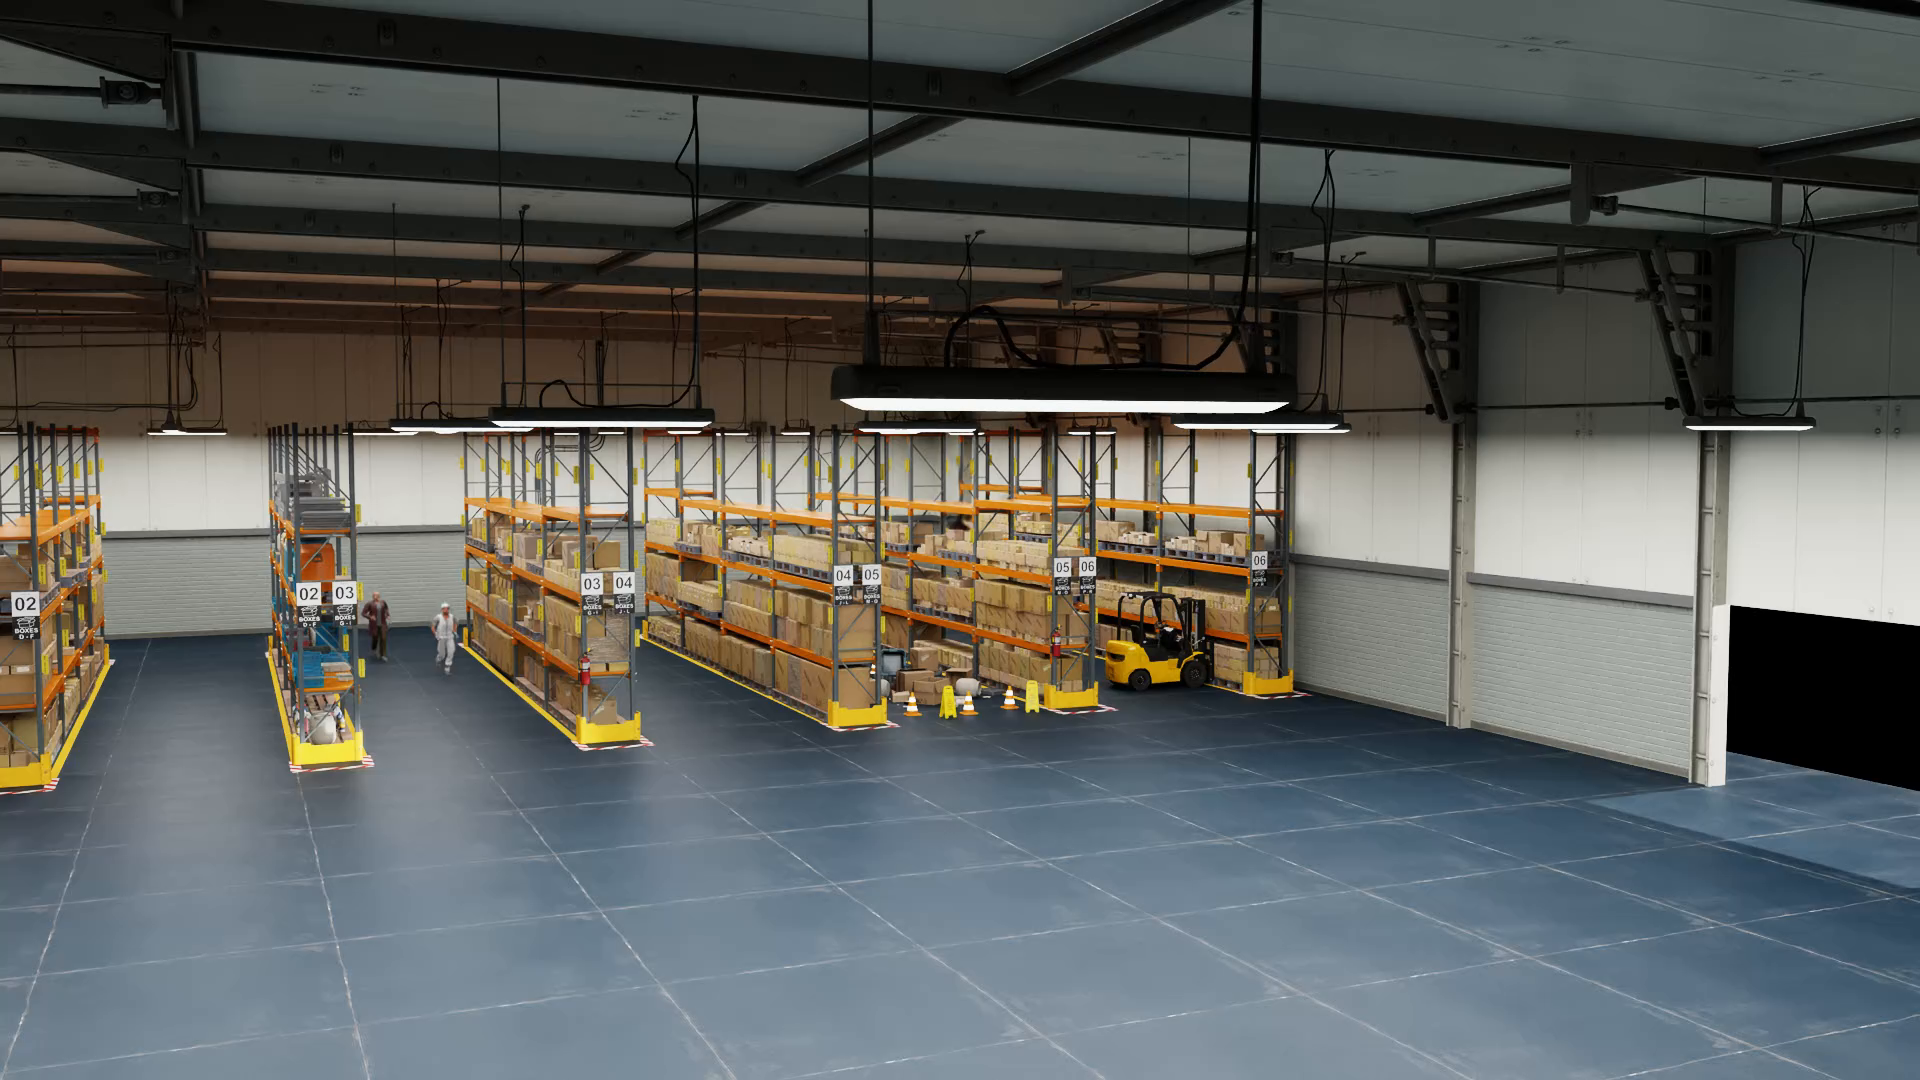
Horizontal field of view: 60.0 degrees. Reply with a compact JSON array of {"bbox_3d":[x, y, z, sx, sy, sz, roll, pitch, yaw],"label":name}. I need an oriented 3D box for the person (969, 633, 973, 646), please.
[{"bbox_3d":[0.340,2.113,45.197,0.634,1.796,0.772,-2,4,-28],"label":"person"}]

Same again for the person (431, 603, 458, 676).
[{"bbox_3d":[-12.482,2.390,40.313,0.646,1.748,0.742,-2,4,-32],"label":"person"}]

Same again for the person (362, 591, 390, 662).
[{"bbox_3d":[-15.044,2.213,42.899,0.730,1.792,1.028,-3,4,-37],"label":"person"}]
